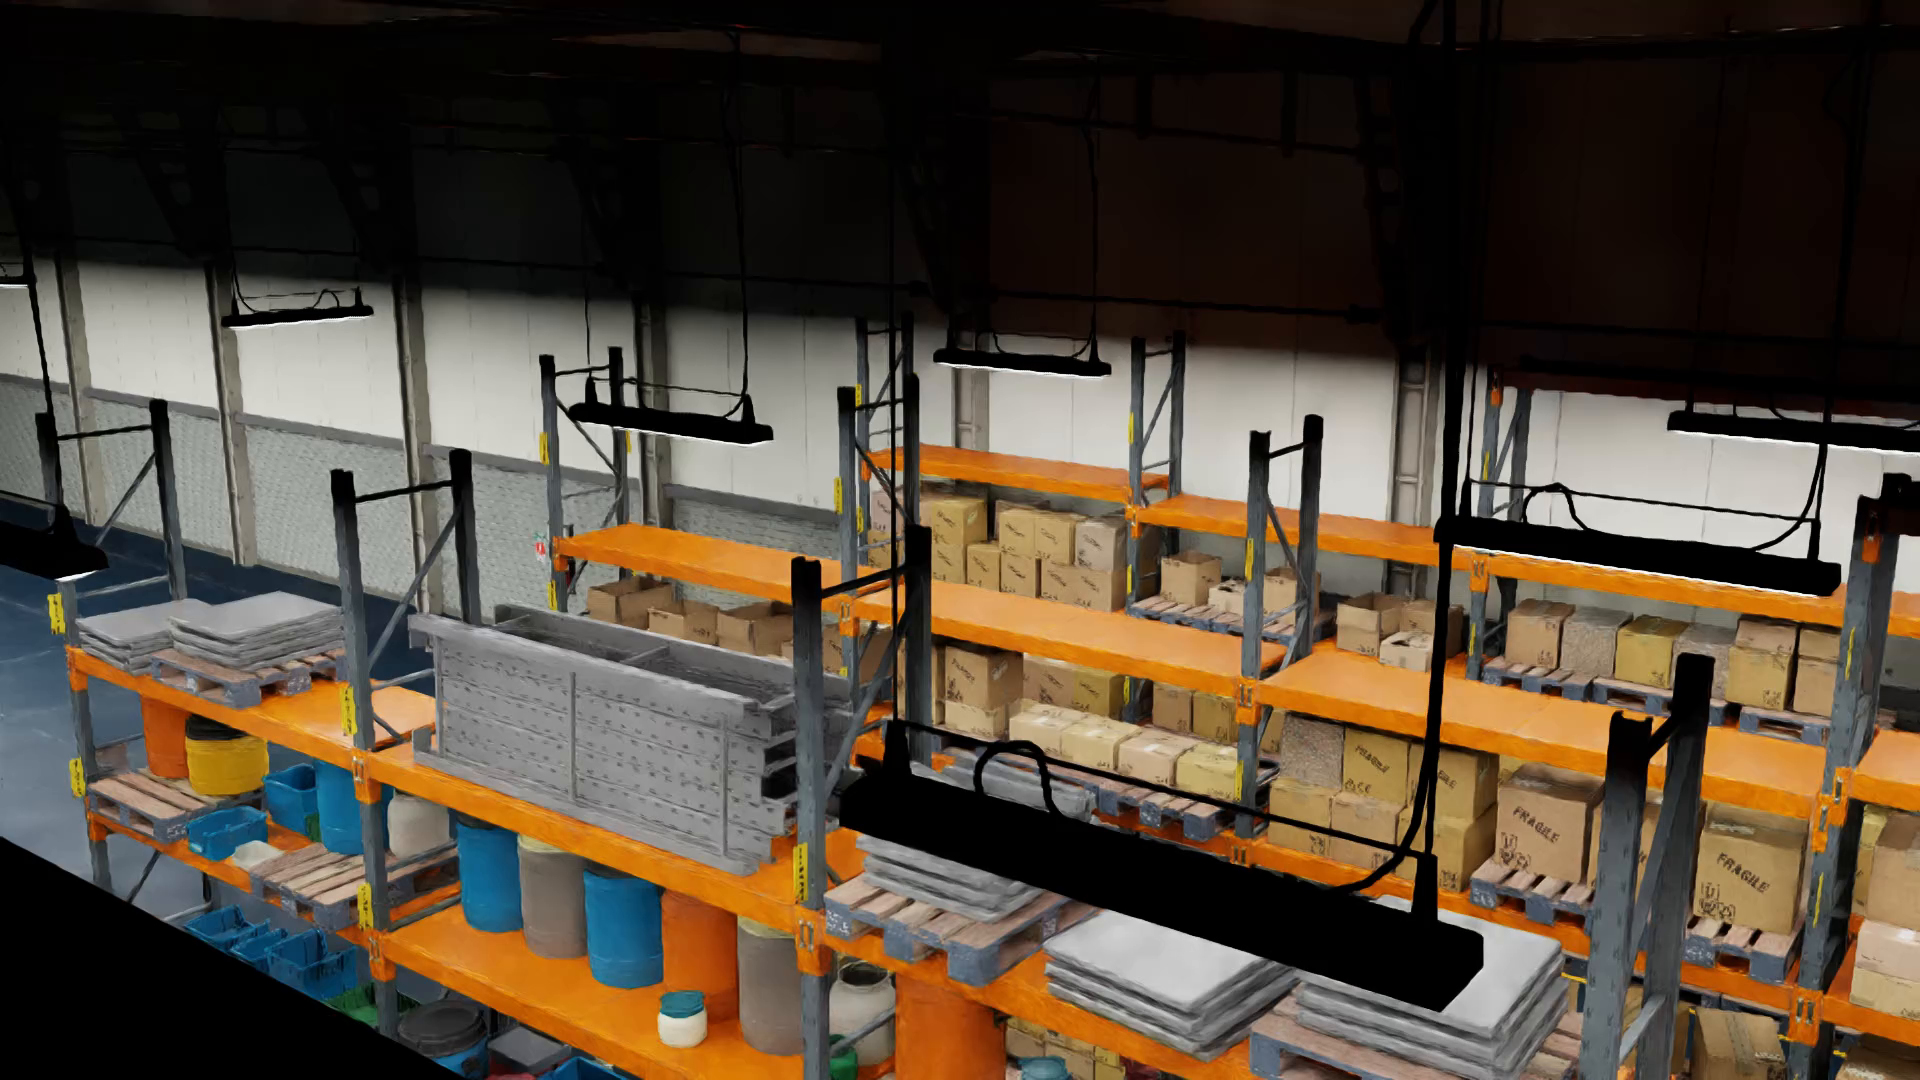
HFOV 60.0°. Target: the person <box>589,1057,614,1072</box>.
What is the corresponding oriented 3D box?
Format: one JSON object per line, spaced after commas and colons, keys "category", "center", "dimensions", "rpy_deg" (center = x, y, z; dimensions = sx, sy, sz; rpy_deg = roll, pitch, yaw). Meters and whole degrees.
{"category": "person", "center": [-3.555, 3.873, 14.696], "dimensions": [1.032, 1.727, 0.528], "rpy_deg": [7, 15, 28]}
